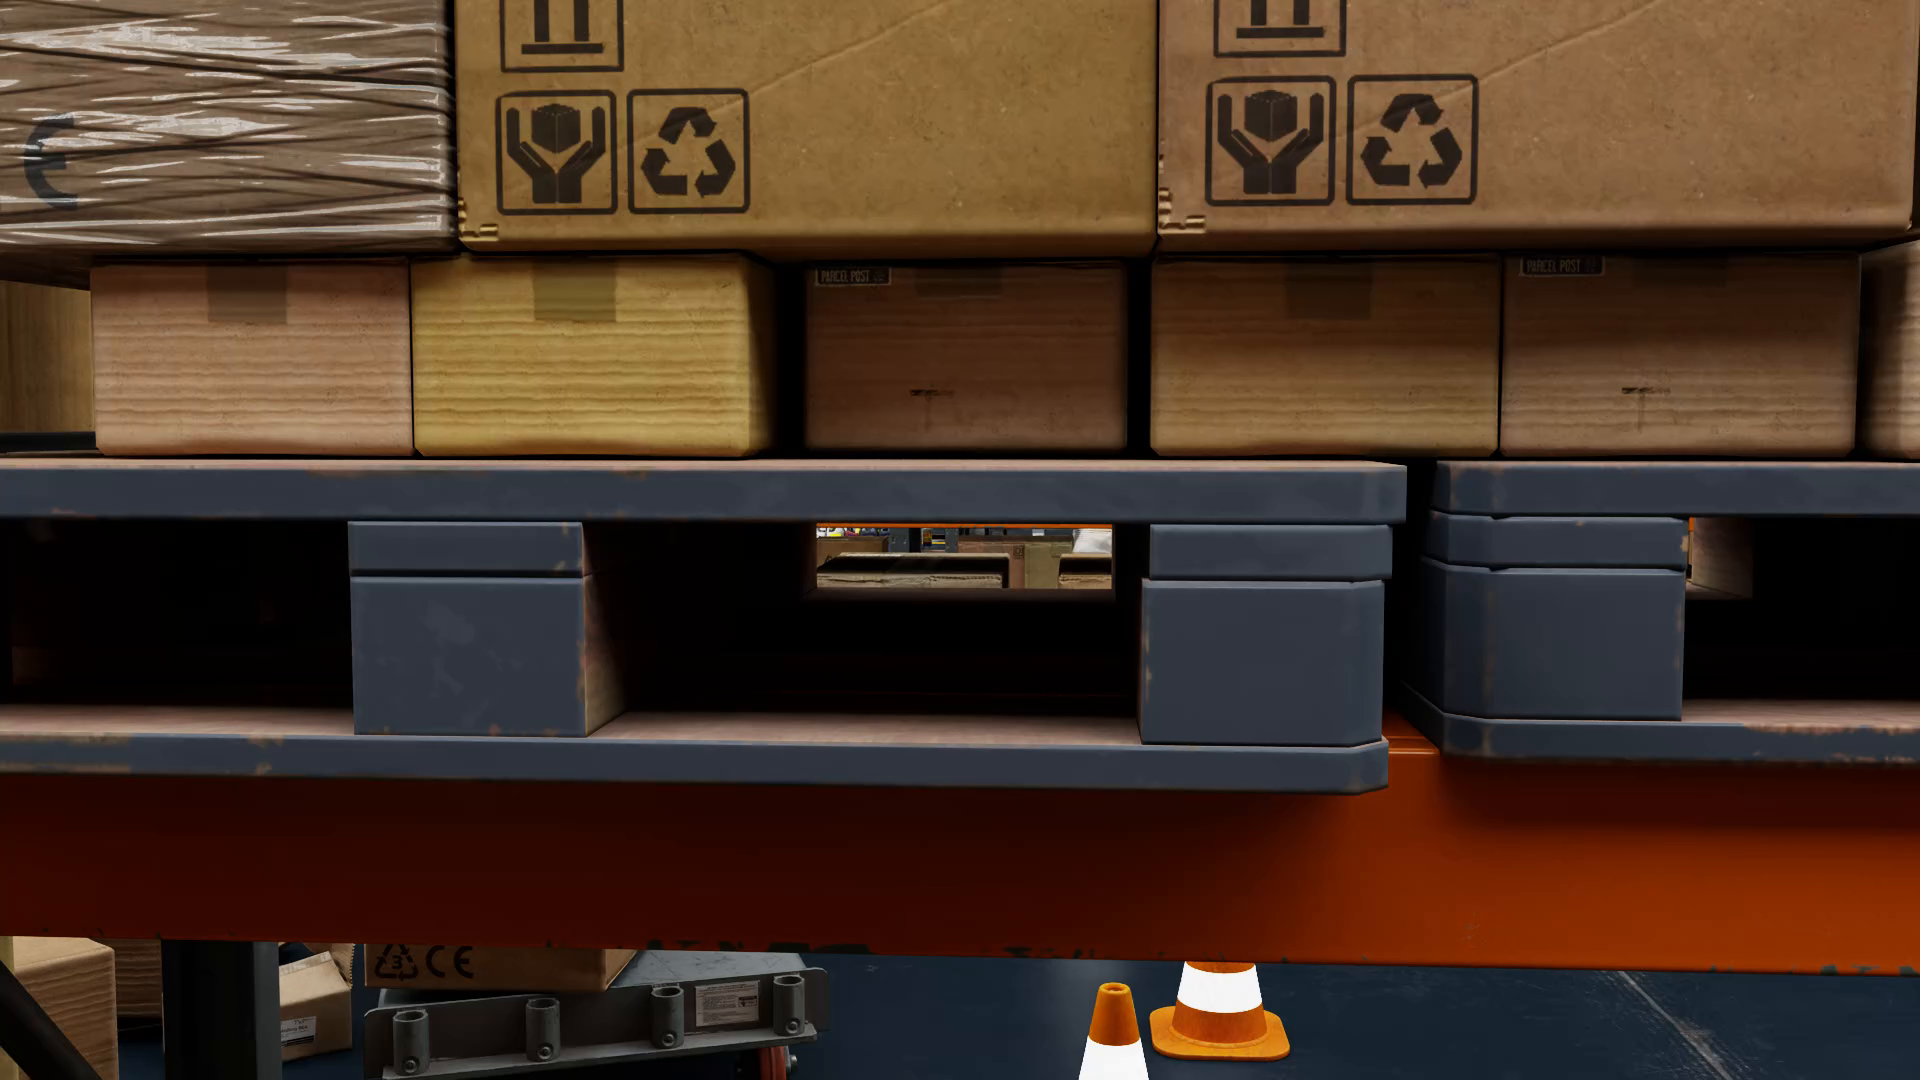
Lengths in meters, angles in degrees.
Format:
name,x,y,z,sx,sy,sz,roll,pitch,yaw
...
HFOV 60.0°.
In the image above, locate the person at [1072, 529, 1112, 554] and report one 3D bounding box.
name,x,y,z,sx,sy,sz,roll,pitch,yaw
person,1.088,0.153,10.231,0.802,1.317,0.630,0,4,0
